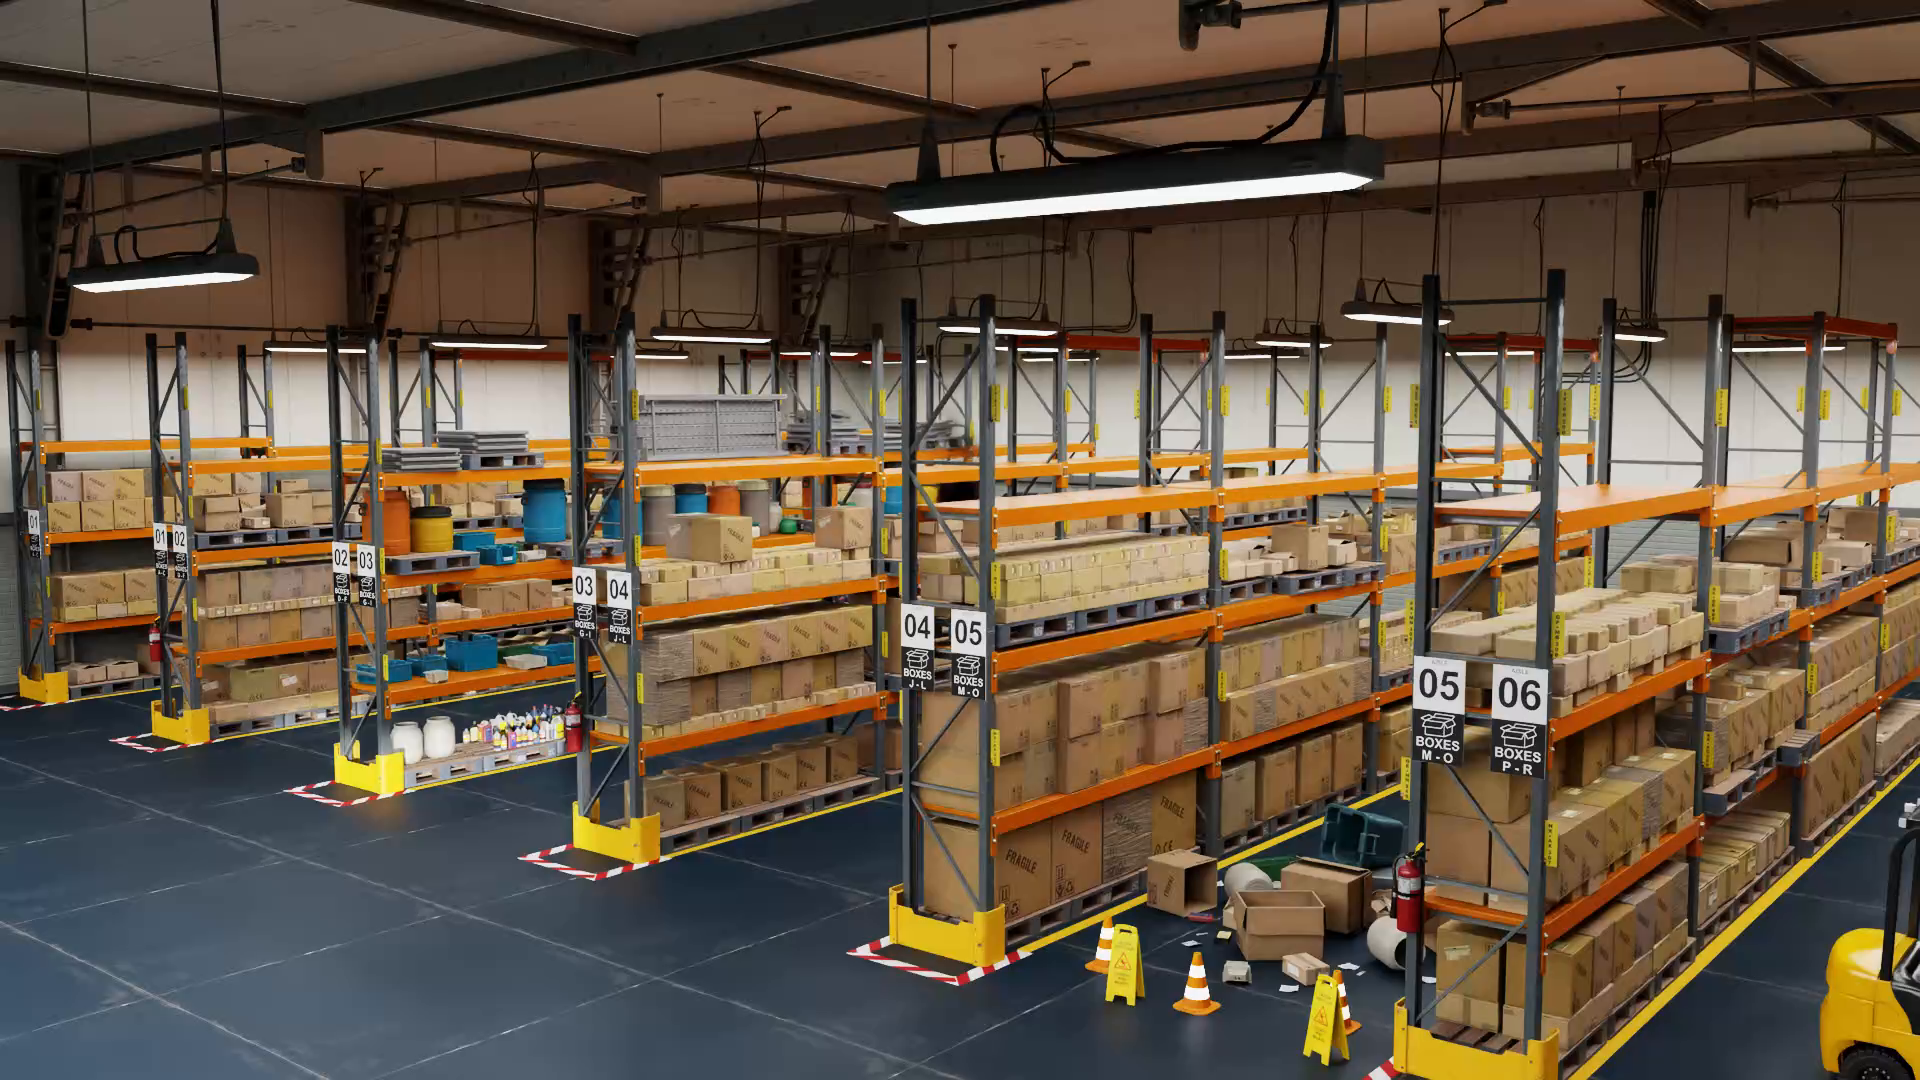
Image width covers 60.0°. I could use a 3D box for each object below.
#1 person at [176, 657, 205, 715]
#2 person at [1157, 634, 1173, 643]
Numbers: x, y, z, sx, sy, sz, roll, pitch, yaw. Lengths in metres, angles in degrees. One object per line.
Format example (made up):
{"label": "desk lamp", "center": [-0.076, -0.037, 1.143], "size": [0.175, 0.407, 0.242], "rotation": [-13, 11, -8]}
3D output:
{"label": "person", "center": [-12.189, 1.931, 26.670], "size": [0.592, 1.647, 0.907], "rotation": [3, 6, 31]}
{"label": "person", "center": [2.904, 2.119, 24.162], "size": [0.668, 1.740, 0.594], "rotation": [3, 6, 30]}
